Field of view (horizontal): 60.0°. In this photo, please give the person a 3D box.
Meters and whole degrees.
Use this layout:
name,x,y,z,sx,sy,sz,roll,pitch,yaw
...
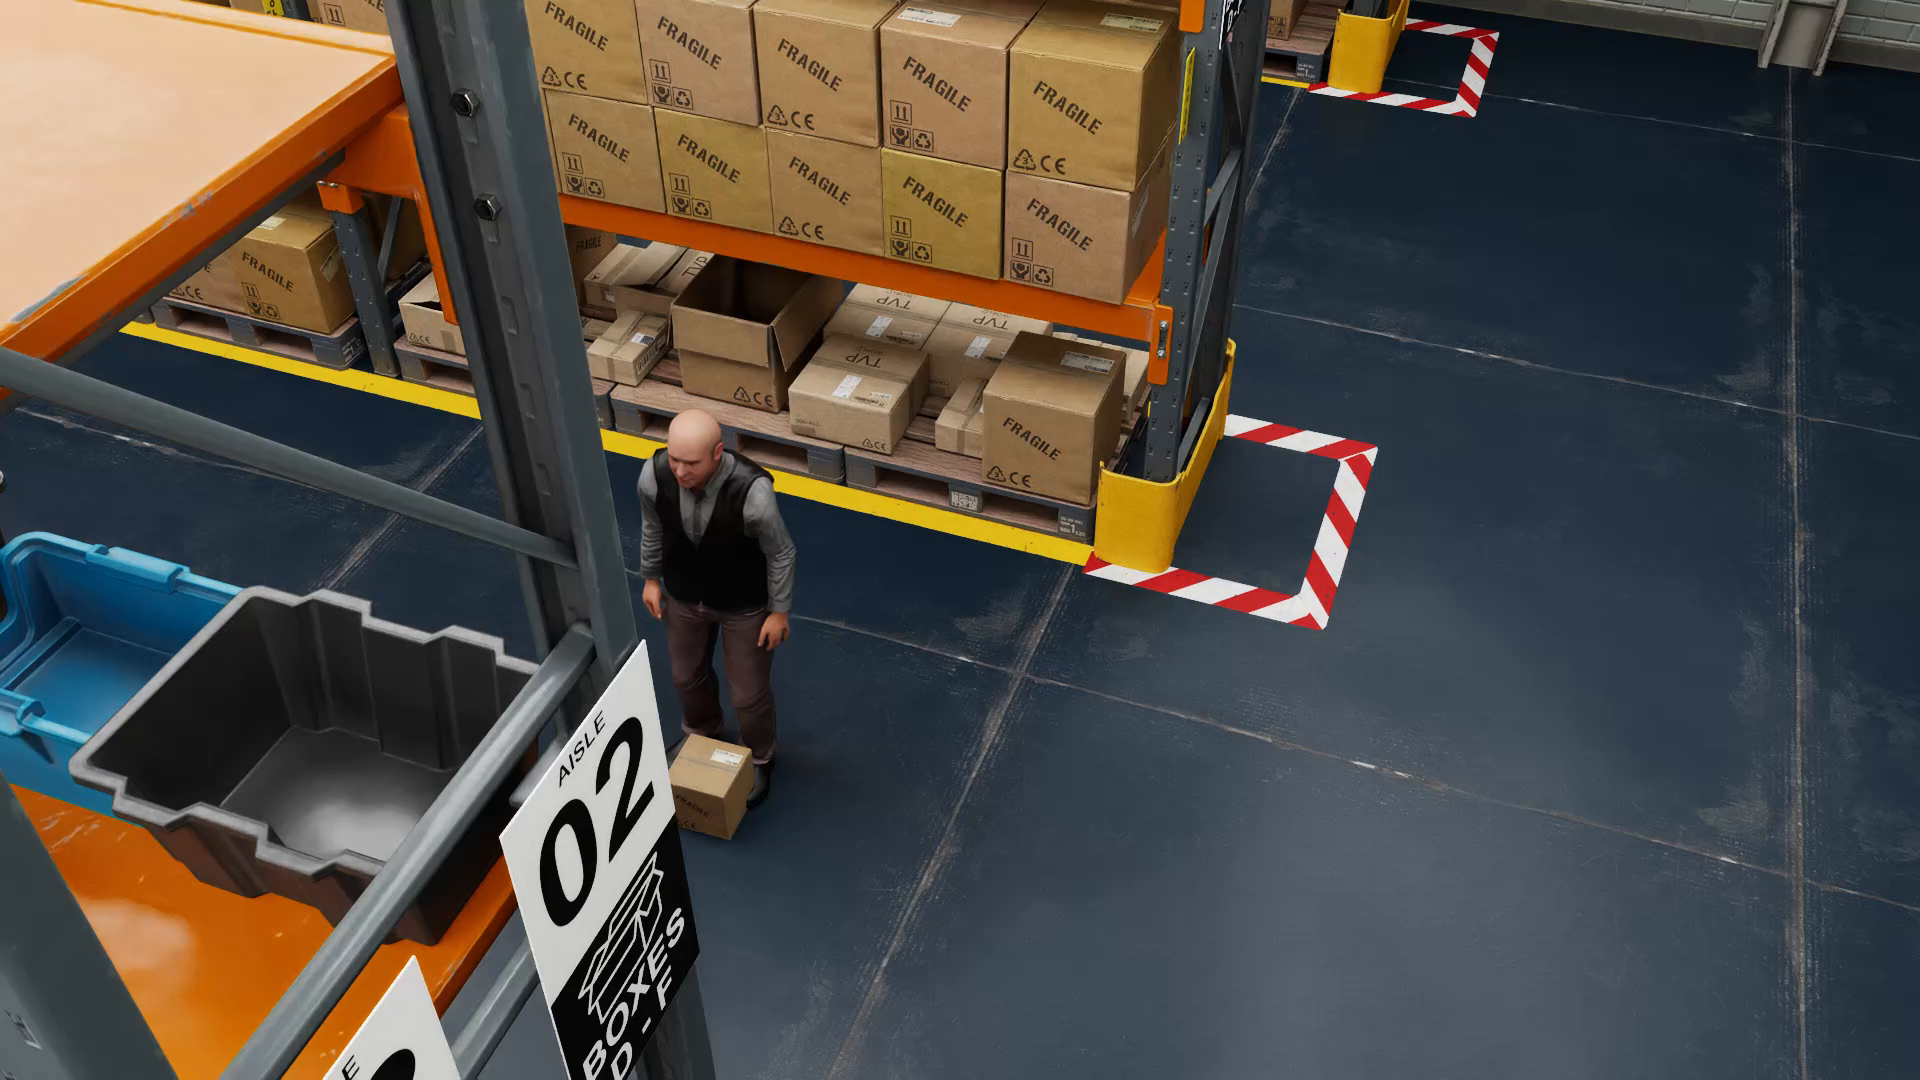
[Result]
name,x,y,z,sx,sy,sz,roll,pitch,yaw
person,-0.860,0.209,5.938,0.581,1.721,0.463,14,43,15
